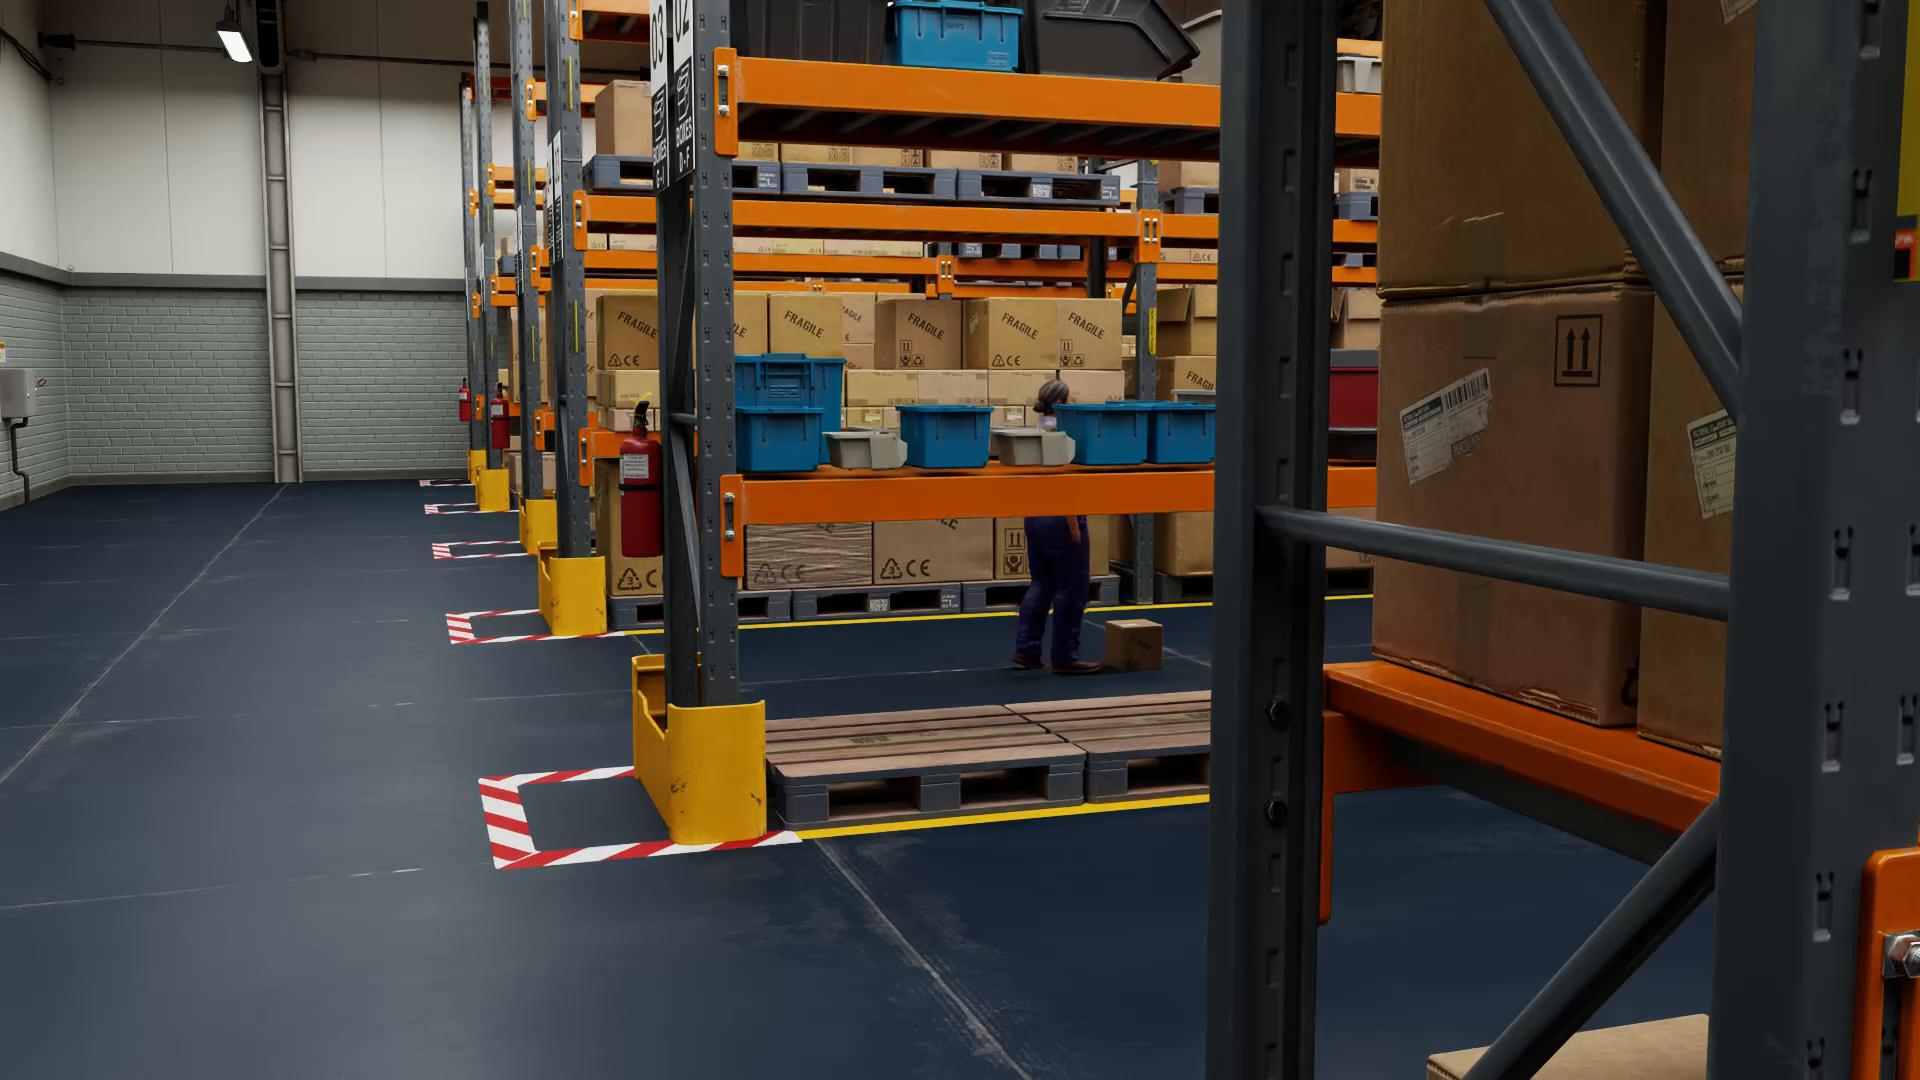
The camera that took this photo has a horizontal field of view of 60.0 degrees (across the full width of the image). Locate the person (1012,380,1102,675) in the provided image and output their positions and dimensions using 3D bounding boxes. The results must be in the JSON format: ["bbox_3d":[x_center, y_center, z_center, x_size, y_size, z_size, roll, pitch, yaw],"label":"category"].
[{"bbox_3d":[0.550,-0.055,9.367,0.449,1.688,0.473,-2,6,-18],"label":"person"}]
